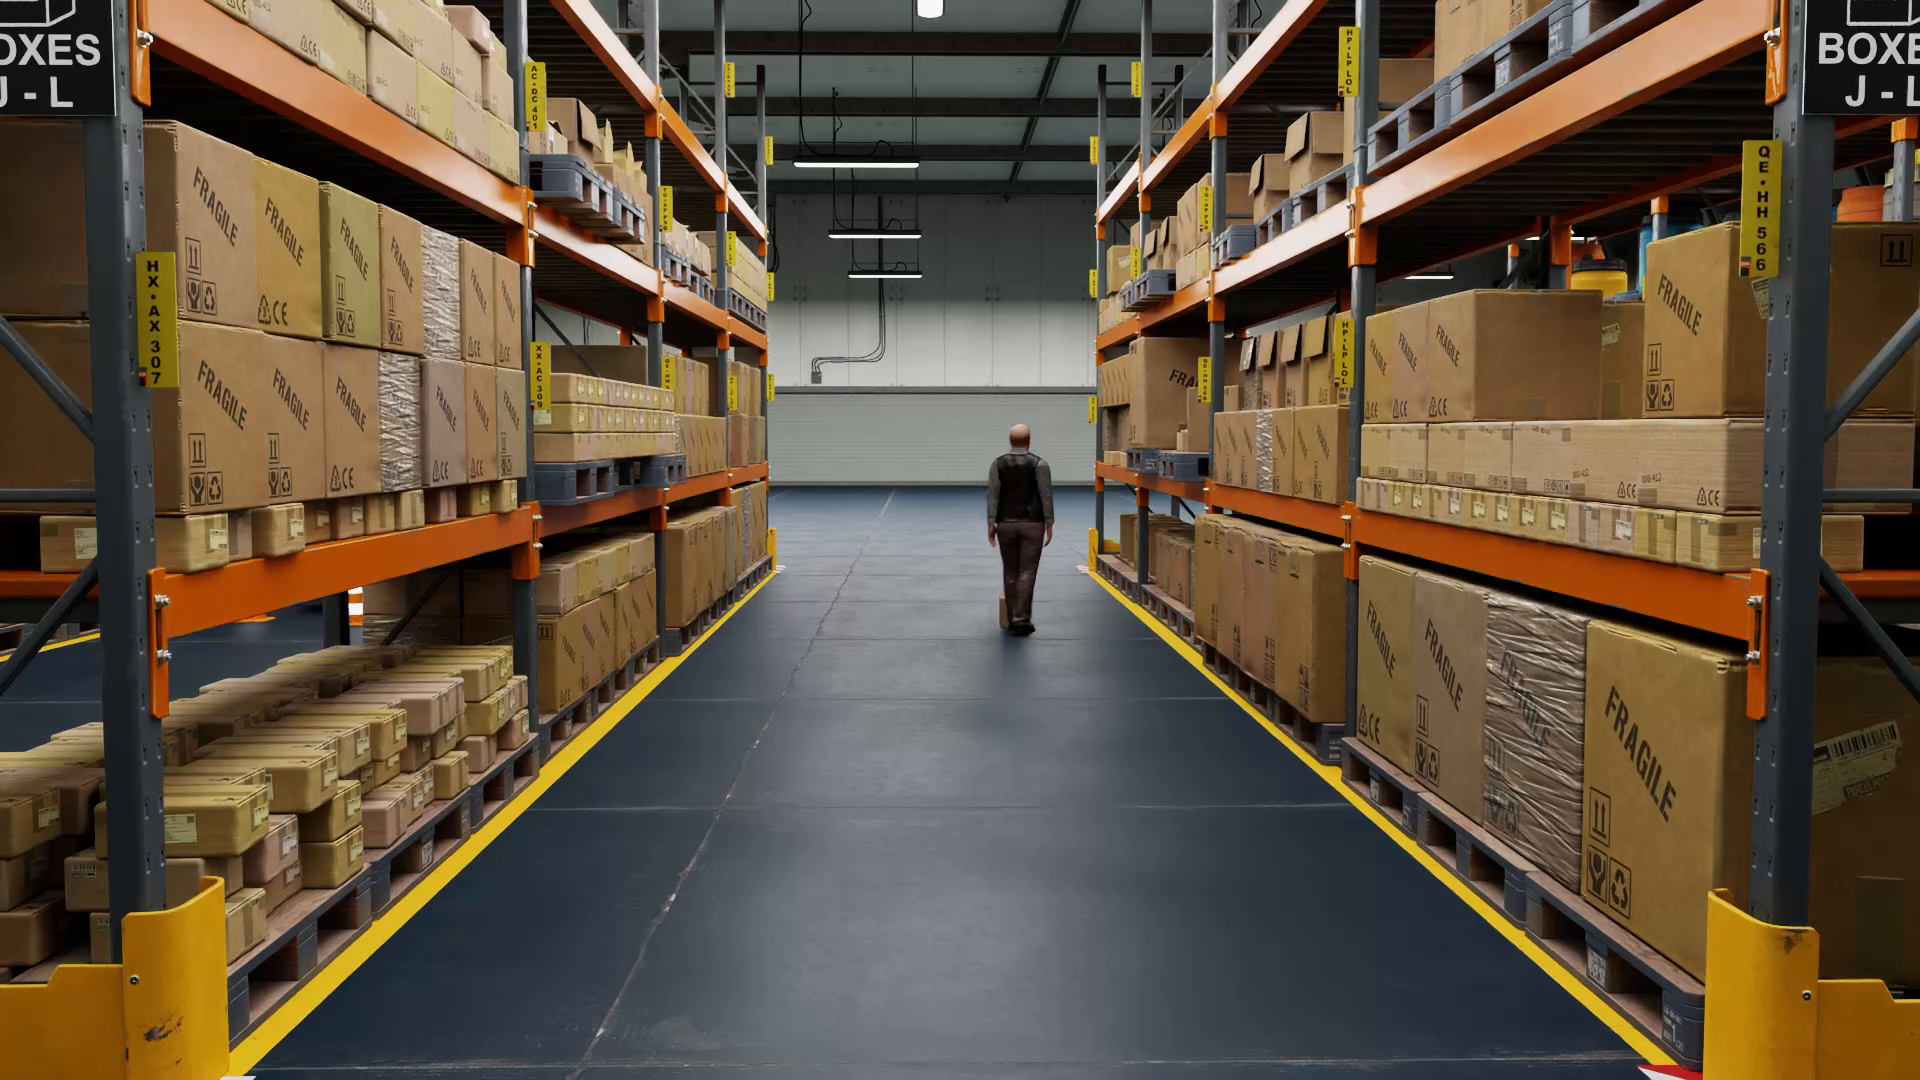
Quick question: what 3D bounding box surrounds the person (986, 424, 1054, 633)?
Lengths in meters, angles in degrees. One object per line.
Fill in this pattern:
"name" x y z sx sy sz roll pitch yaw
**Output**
"person" 0.535 -0.104 13.819 0.552 1.715 0.660 1 4 18
